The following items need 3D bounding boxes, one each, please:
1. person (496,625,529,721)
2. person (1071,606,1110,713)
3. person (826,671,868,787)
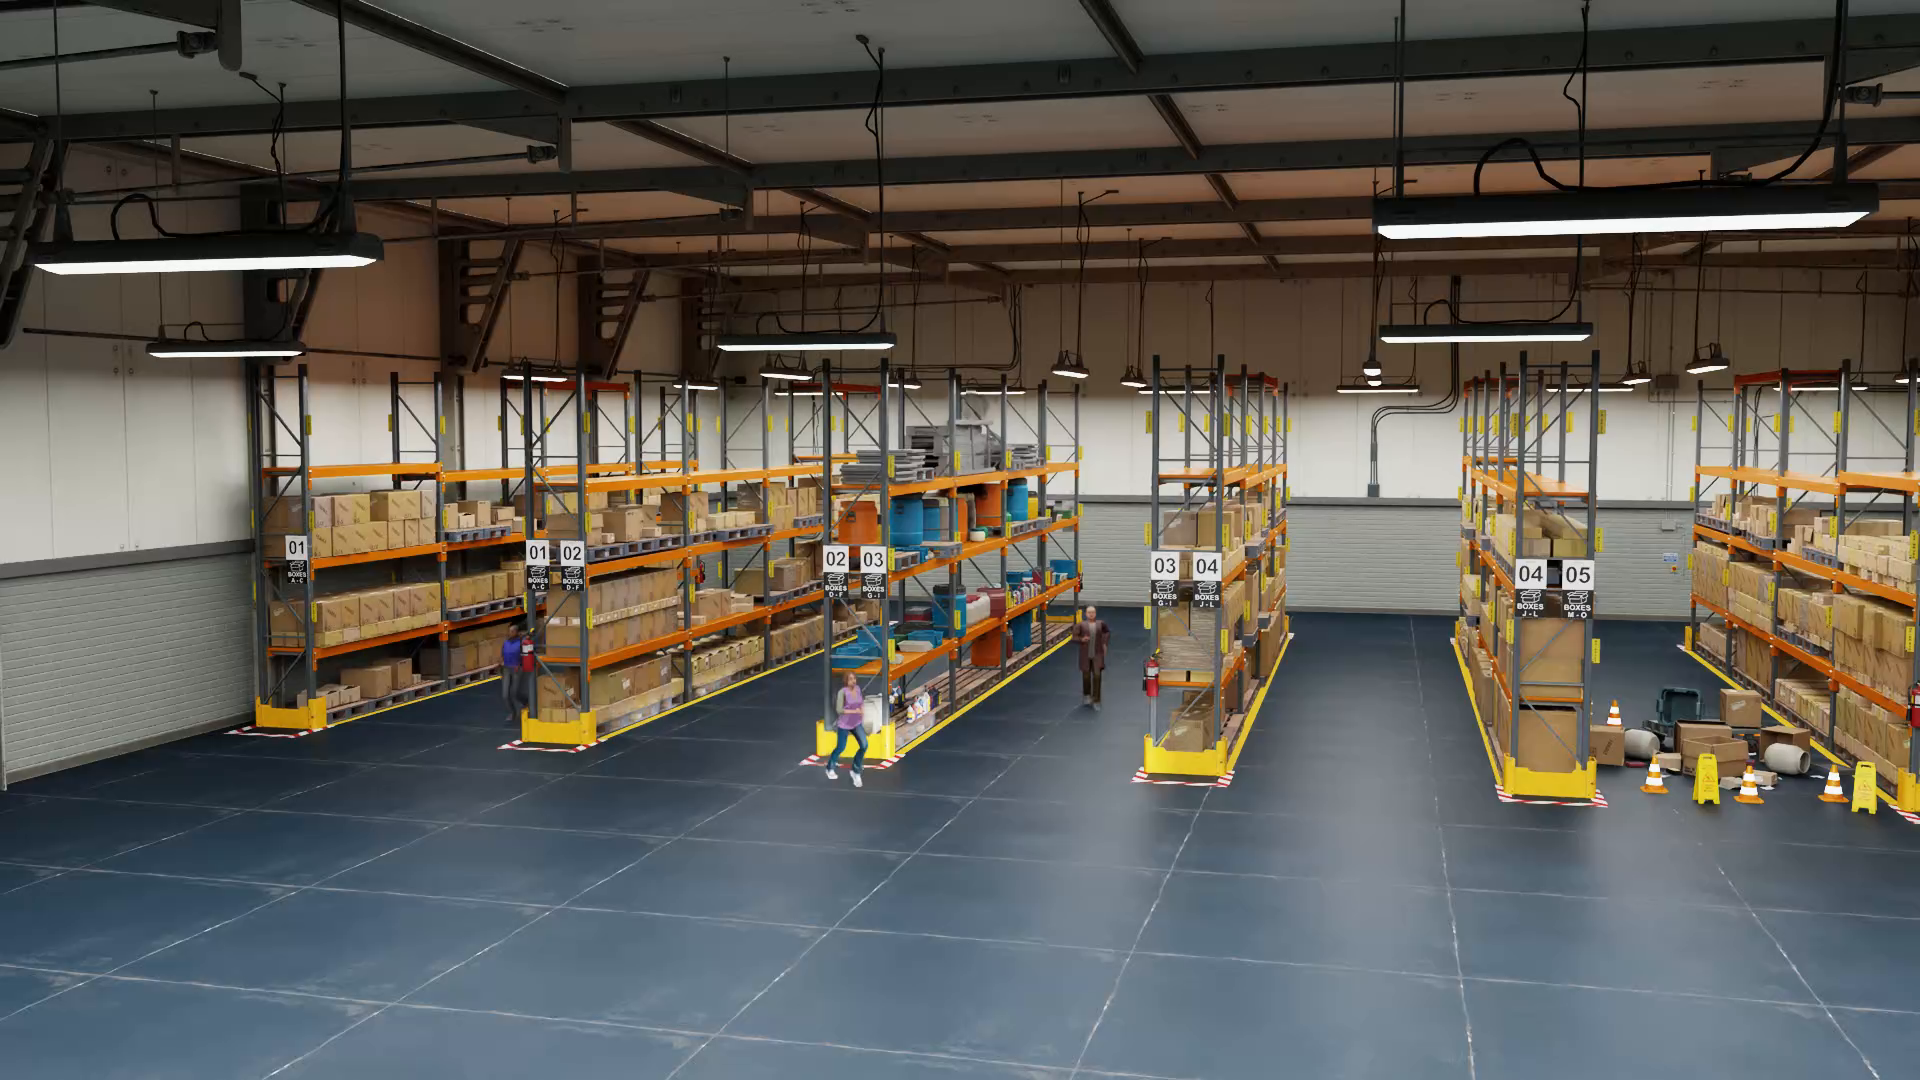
[{"bbox_3d":[-7.587,2.255,28.263,0.574,1.592,0.566,1,4,13],"label":"person"},{"bbox_3d":[2.301,2.068,29.252,0.698,1.804,0.935,0,4,1],"label":"person"},{"bbox_3d":[-1.531,2.611,23.126,0.549,1.615,0.825,-3,5,-37],"label":"person"}]
